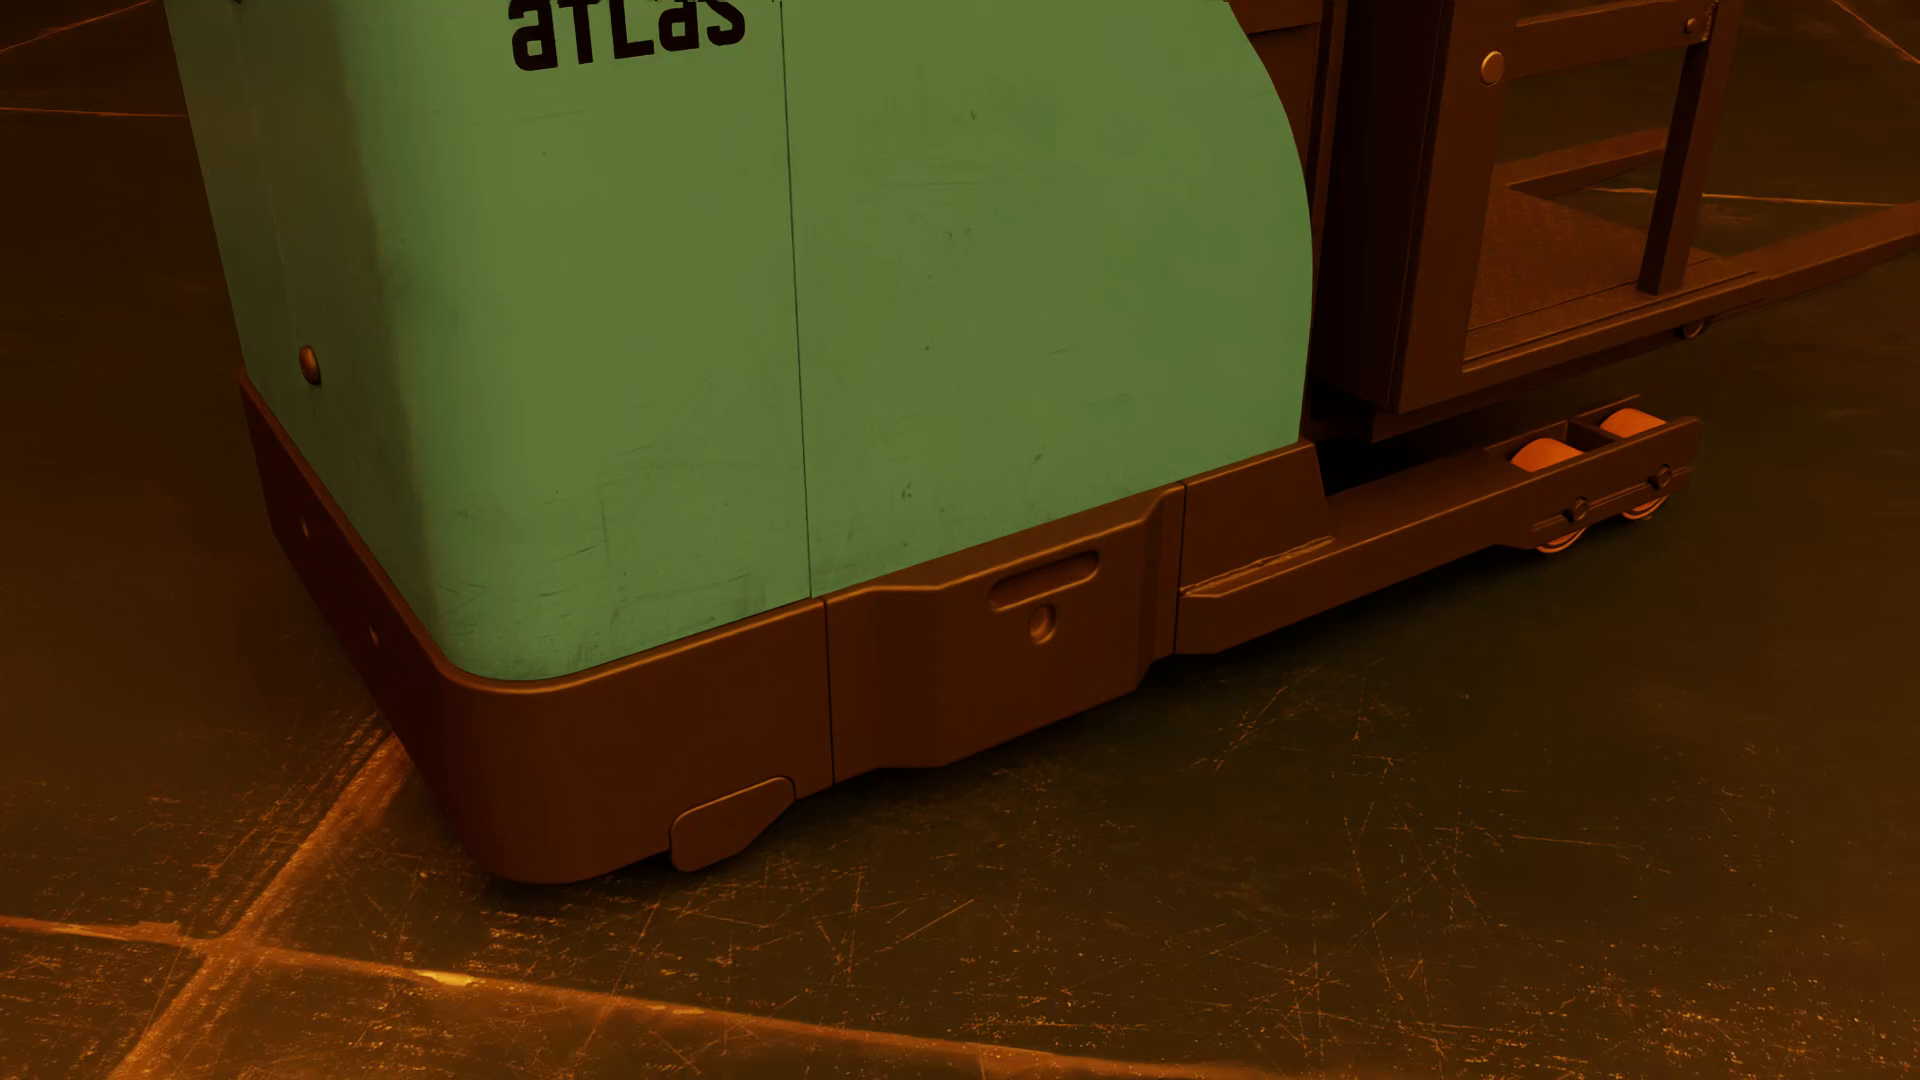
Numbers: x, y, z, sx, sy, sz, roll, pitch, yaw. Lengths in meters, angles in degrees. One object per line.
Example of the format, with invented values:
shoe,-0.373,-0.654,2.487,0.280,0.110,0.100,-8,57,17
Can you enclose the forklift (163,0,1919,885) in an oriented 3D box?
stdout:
forklift,0.521,-1.459,2.108,3.031,2.935,1.130,-18,34,-29
